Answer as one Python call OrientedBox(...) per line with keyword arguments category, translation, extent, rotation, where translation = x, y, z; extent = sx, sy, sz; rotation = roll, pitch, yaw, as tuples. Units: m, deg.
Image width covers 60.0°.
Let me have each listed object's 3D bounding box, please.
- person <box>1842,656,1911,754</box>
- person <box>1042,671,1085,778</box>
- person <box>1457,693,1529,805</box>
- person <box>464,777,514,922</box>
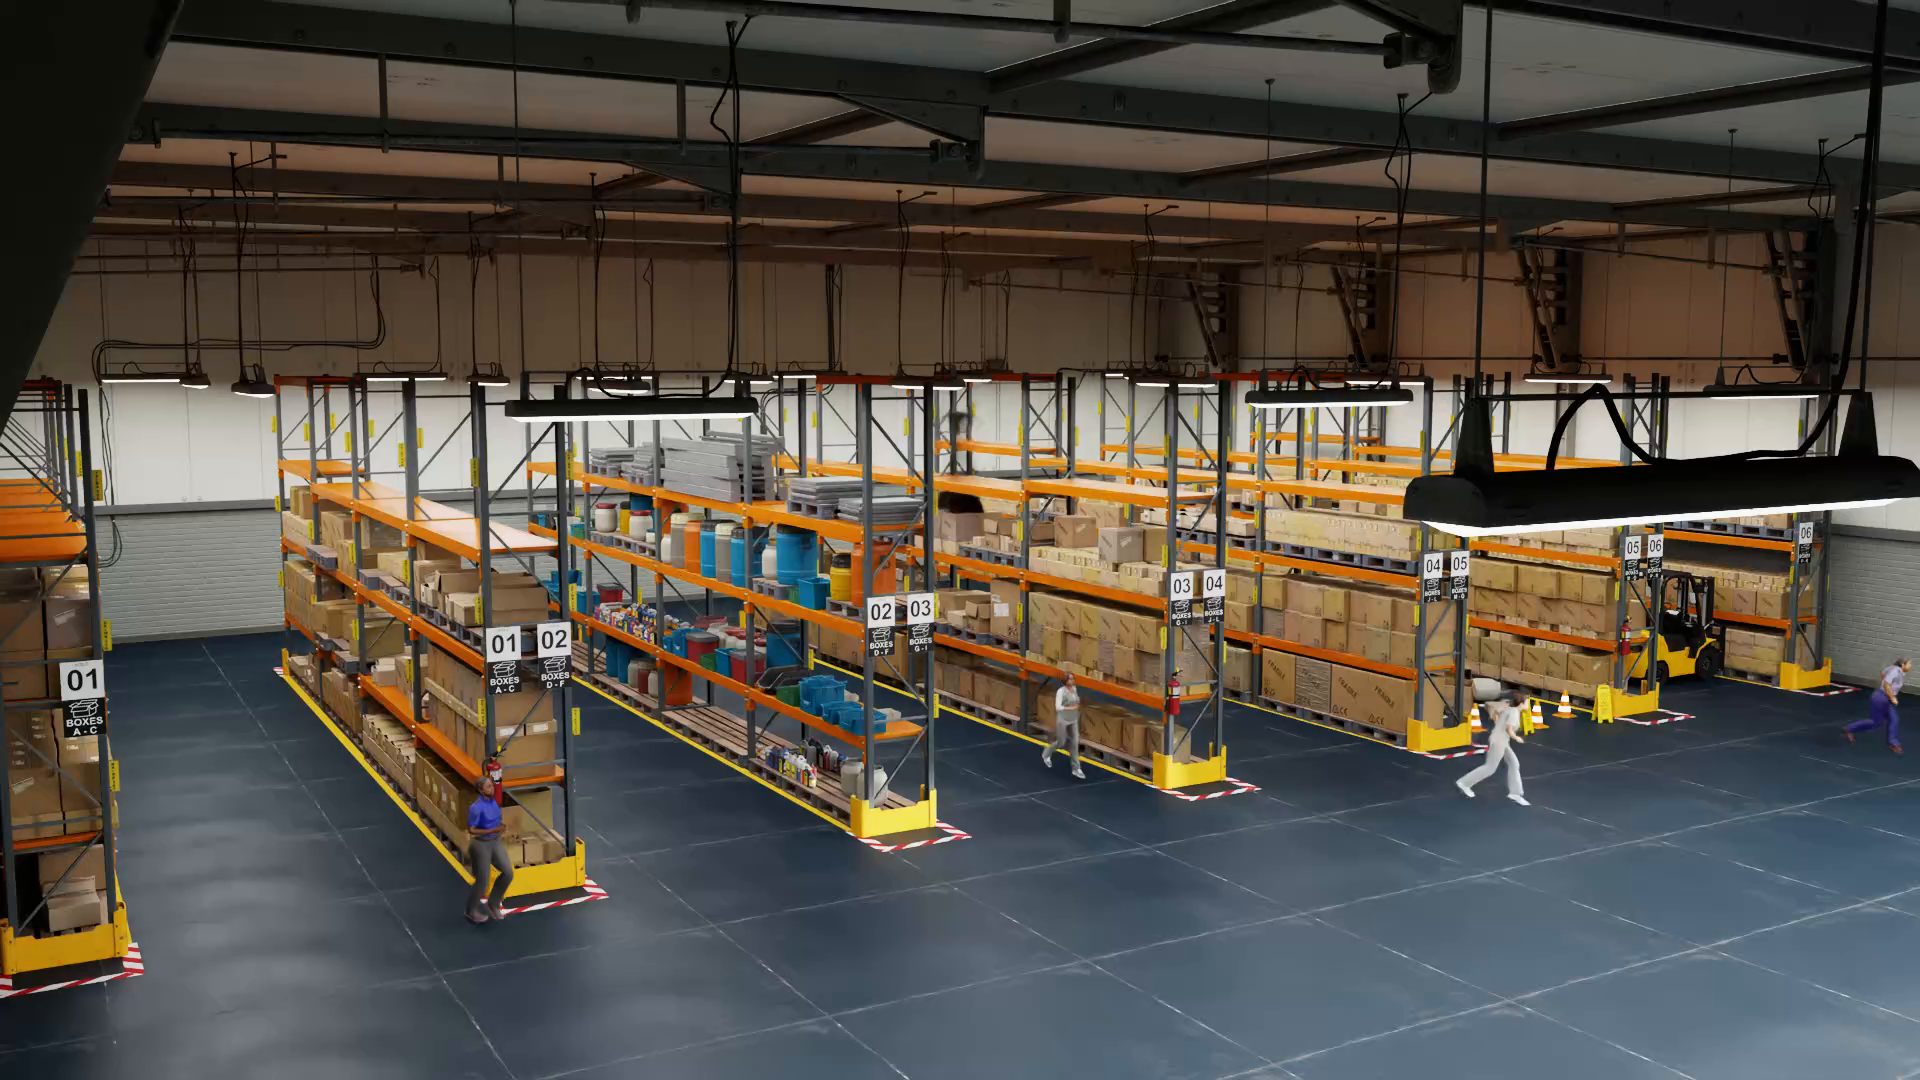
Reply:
OrientedBox(category="person", translation=(14.803, 2.646, 26.867), extent=(0.946, 1.597, 0.628), rotation=(3, 7, 23))
OrientedBox(category="person", translation=(1.591, 2.762, 25.198), extent=(0.537, 1.587, 0.881), rotation=(-5, 8, -40))
OrientedBox(category="person", translation=(7.610, 2.969, 23.706), extent=(1.004, 1.622, 0.601), rotation=(0, 6, 4))
OrientedBox(category="person", translation=(-5.282, 3.493, 18.679), extent=(0.616, 1.694, 0.578), rotation=(2, 7, 19))
